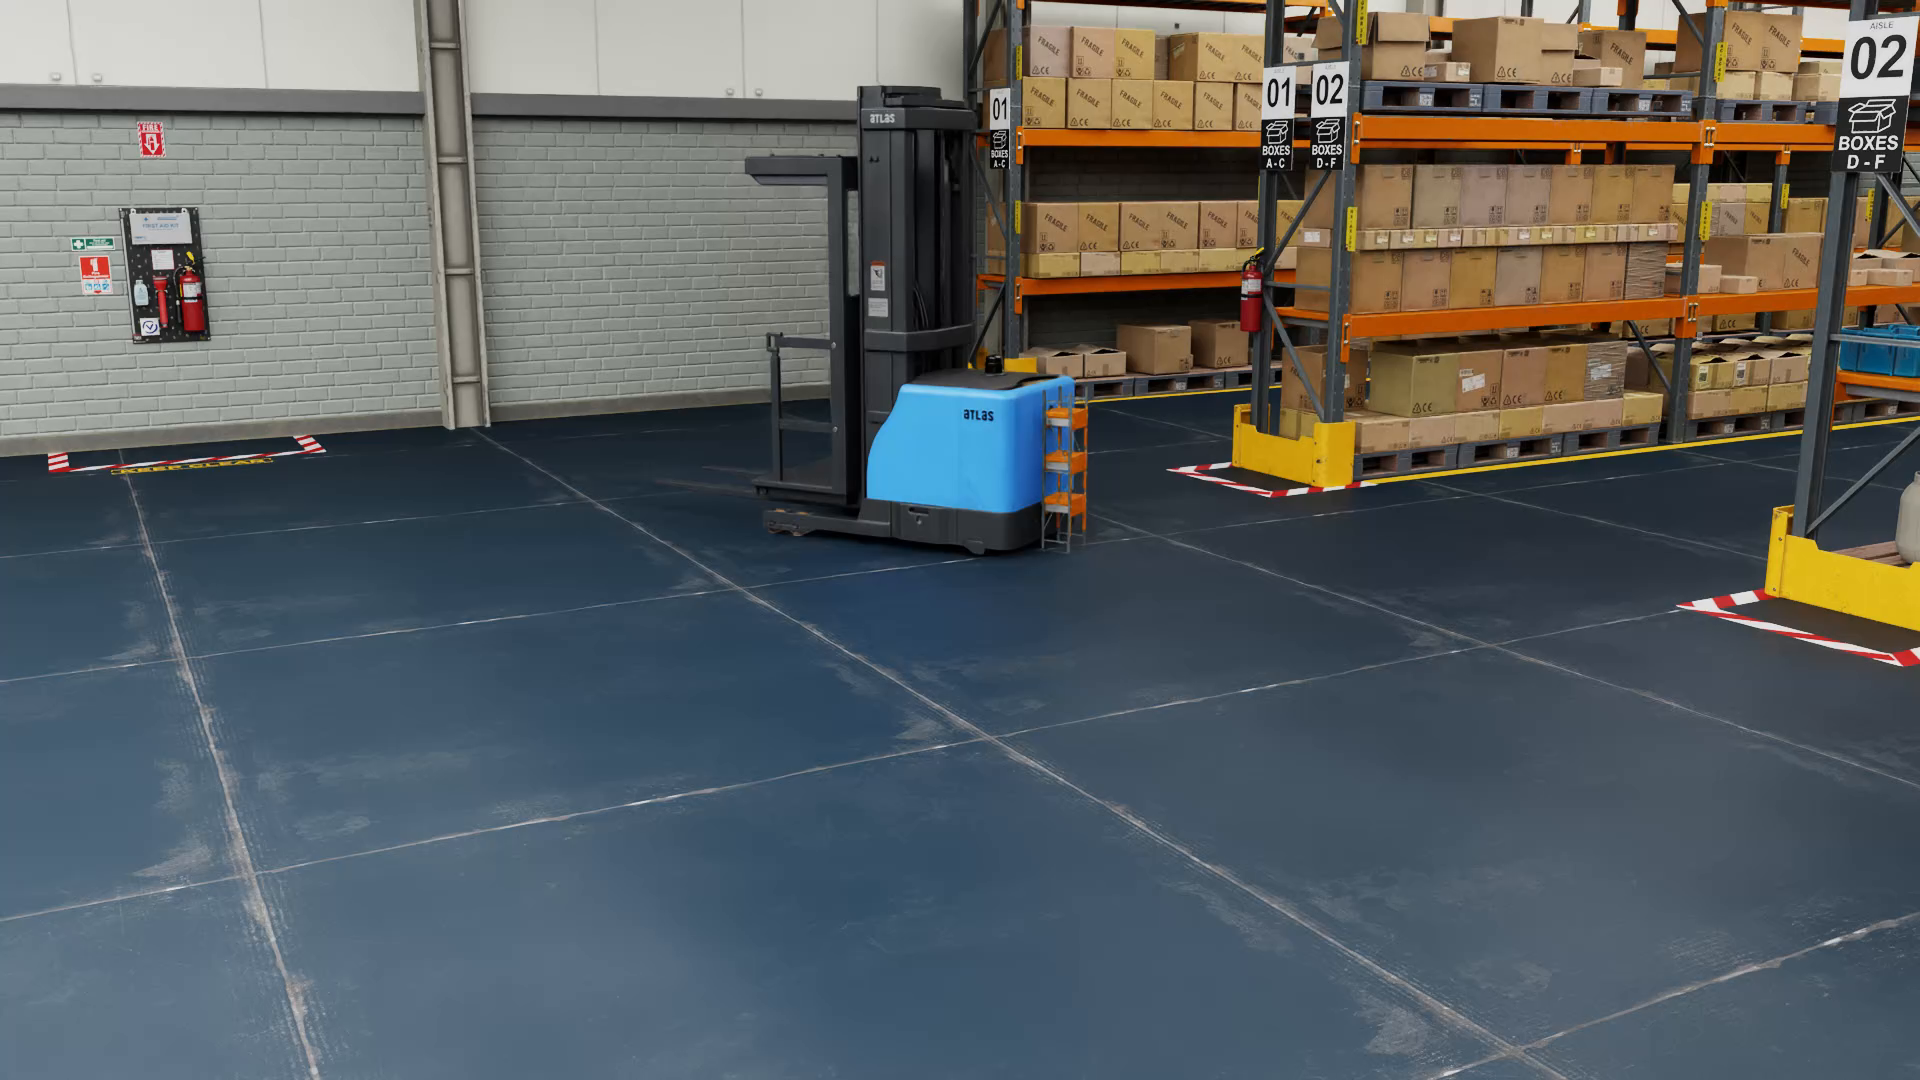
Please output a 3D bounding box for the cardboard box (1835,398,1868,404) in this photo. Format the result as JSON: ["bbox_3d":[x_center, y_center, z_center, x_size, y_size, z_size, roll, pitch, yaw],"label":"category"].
[{"bbox_3d":[8.483,-1.494,16.224,0.500,0.250,0.500,-6,14,-27],"label":"cardboard box"}]

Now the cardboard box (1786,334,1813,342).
[{"bbox_3d":[8.664,-1.922,16.848,0.500,0.311,0.500,-7,15,-29],"label":"cardboard box"}]

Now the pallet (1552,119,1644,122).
[{"bbox_3d":[7.884,-5.244,21.177,1.003,0.211,1.213,-6,14,-25],"label":"pallet"}]

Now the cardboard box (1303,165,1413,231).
[{"bbox_3d":[3.162,-2.733,13.238,0.500,0.500,0.700,-7,14,-28],"label":"cardboard box"}]

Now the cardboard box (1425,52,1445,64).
[{"bbox_3d":[3.584,-3.834,13.550,0.500,0.250,0.500,-7,14,-28],"label":"cardboard box"}]

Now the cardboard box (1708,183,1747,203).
[{"bbox_3d":[10.114,-4.635,22.213,0.500,0.250,0.500,-6,14,-27],"label":"cardboard box"}]

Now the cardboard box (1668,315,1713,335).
[{"bbox_3d":[9.568,-3.184,22.366,0.750,0.750,0.750,-6,14,-26],"label":"cardboard box"}]

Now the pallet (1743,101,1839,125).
[{"bbox_3d":[8.188,-4.005,15.672,1.213,0.211,1.003,-6,14,-25],"label":"pallet"}]

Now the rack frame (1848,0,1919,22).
[{"bbox_3d":[5.069,-3.971,8.258,0.127,3.000,1.000,-7,14,-28],"label":"rack frame"}]

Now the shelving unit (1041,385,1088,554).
[{"bbox_3d":[0.676,-0.456,10.746,0.215,1.050,0.252,7,14,27],"label":"shelving unit"}]

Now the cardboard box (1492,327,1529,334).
[{"bbox_3d":[6.737,-2.704,20.985,0.500,0.500,0.700,-7,14,-27],"label":"cardboard box"}]

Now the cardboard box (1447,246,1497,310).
[{"bbox_3d":[4.012,-2.202,13.833,0.500,0.500,0.700,-7,14,-27],"label":"cardboard box"}]

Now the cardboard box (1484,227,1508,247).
[{"bbox_3d":[4.276,-2.500,13.680,0.250,0.149,0.380,-7,14,-29],"label":"cardboard box"}]

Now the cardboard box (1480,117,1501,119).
[{"bbox_3d":[6.162,-5.200,20.270,0.637,0.503,0.797,-5,14,-20],"label":"cardboard box"}]

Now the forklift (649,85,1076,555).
[{"bbox_3d":[-0.759,-1.546,11.305,3.031,2.935,1.130,7,14,28],"label":"forklift"}]

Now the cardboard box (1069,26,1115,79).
[{"bbox_3d":[1.241,-5.000,17.111,0.500,0.500,0.500,-7,14,-29],"label":"cardboard box"}]

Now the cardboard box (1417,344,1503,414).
[{"bbox_3d":[4.147,-1.350,13.874,0.500,0.500,0.500,-7,14,-28],"label":"cardboard box"}]

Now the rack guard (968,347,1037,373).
[{"bbox_3d":[0.389,-1.742,17.710,0.348,0.500,1.175,-7,14,-28],"label":"rack guard"}]

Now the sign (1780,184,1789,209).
[{"bbox_3d":[11.124,-4.638,22.431,0.005,0.325,0.100,-7,14,-28],"label":"sign"}]

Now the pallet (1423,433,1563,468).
[{"bbox_3d":[4.420,-0.855,14.426,1.213,0.211,1.003,-7,14,-28],"label":"pallet"}]

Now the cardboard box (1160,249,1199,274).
[{"bbox_3d":[2.247,-3.043,18.093,0.500,0.250,0.500,-7,14,-27],"label":"cardboard box"}]

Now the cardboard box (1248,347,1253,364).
[{"bbox_3d":[3.378,-2.144,19.257,0.250,0.166,0.380,-9,16,-35],"label":"cardboard box"}]

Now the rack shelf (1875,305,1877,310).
[{"bbox_3d":[11.477,-2.700,17.913,4.000,0.370,1.077,-7,14,-28],"label":"rack shelf"}]

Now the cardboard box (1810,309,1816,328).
[{"bbox_3d":[12.003,-3.312,23.732,0.500,0.500,0.700,-7,14,-28],"label":"cardboard box"}]

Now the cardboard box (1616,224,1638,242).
[{"bbox_3d":[5.628,-2.662,14.398,0.250,0.149,0.380,-7,15,-30],"label":"cardboard box"}]

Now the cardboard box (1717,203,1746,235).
[{"bbox_3d":[10.128,-4.267,22.285,0.500,0.500,0.500,-7,14,-27],"label":"cardboard box"}]

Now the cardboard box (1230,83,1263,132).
[{"bbox_3d":[3.059,-4.745,18.254,0.500,0.500,0.500,-8,15,-33],"label":"cardboard box"}]

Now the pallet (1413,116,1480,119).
[{"bbox_3d":[5.335,-4.900,19.646,1.003,0.211,1.213,-7,14,-28],"label":"pallet"}]

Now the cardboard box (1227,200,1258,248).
[{"bbox_3d":[3.131,-3.514,18.478,0.500,0.500,0.500,-7,14,-28],"label":"cardboard box"}]

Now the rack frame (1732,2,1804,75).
[{"bbox_3d":[10.855,-7.142,22.351,0.127,3.000,1.000,-7,14,-28],"label":"rack frame"}]

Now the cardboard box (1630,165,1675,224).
[{"bbox_3d":[5.824,-3.054,14.663,0.500,0.500,0.700,-7,14,-28],"label":"cardboard box"}]

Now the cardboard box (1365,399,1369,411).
[{"bbox_3d":[3.462,-1.031,14.163,0.500,0.250,0.500,-7,14,-28],"label":"cardboard box"}]

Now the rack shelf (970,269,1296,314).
[{"bbox_3d":[2.078,-2.813,18.414,4.000,0.370,1.077,-7,14,-28],"label":"rack shelf"}]

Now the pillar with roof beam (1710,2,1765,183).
[{"bbox_3d":[13.118,-6.553,19.732,0.400,9.000,9.100,-7,14,-28],"label":"pillar with roof beam"}]

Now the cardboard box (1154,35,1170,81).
[{"bbox_3d":[1.938,-5.217,18.078,0.500,0.500,0.500,-7,14,-28],"label":"cardboard box"}]

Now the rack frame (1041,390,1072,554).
[{"bbox_3d":[0.619,-0.433,10.641,0.200,1.050,0.008,7,14,27],"label":"rack frame"}]

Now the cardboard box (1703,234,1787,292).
[{"bbox_3d":[7.355,-2.602,15.610,0.500,0.500,0.500,-6,14,-24],"label":"cardboard box"}]

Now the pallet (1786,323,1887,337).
[{"bbox_3d":[12.632,-3.049,24.178,1.213,0.211,1.003,-7,14,-28],"label":"pallet"}]

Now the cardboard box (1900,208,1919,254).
[{"bbox_3d":[10.220,-3.182,17.233,0.700,0.500,0.500,11,17,41],"label":"cardboard box"}]

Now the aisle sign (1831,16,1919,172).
[{"bbox_3d":[4.864,-2.362,8.852,0.004,0.787,0.394,-7,14,-28],"label":"aisle sign"}]

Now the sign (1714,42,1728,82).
[{"bbox_3d":[6.478,-4.067,14.160,0.005,0.325,0.100,-7,14,-28],"label":"sign"}]

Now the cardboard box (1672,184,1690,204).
[{"bbox_3d":[9.220,-4.527,21.736,0.500,0.250,0.500,-7,15,-29],"label":"cardboard box"}]

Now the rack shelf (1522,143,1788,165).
[{"bbox_3d":[9.100,-5.118,21.824,4.000,0.370,1.077,-7,14,-28],"label":"rack shelf"}]

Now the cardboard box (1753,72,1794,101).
[{"bbox_3d":[7.236,-4.136,15.210,0.500,0.250,0.500,-8,15,-33],"label":"cardboard box"}]

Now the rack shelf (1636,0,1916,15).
[{"bbox_3d":[7.966,-5.011,15.429,4.000,0.370,1.077,-7,14,-28],"label":"rack shelf"}]

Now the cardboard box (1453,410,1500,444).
[{"bbox_3d":[4.153,-0.982,13.946,0.500,0.250,0.500,-7,14,-28],"label":"cardboard box"}]

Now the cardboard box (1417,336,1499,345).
[{"bbox_3d":[4.338,-1.502,14.551,0.500,0.500,0.500,-7,14,-28],"label":"cardboard box"}]
